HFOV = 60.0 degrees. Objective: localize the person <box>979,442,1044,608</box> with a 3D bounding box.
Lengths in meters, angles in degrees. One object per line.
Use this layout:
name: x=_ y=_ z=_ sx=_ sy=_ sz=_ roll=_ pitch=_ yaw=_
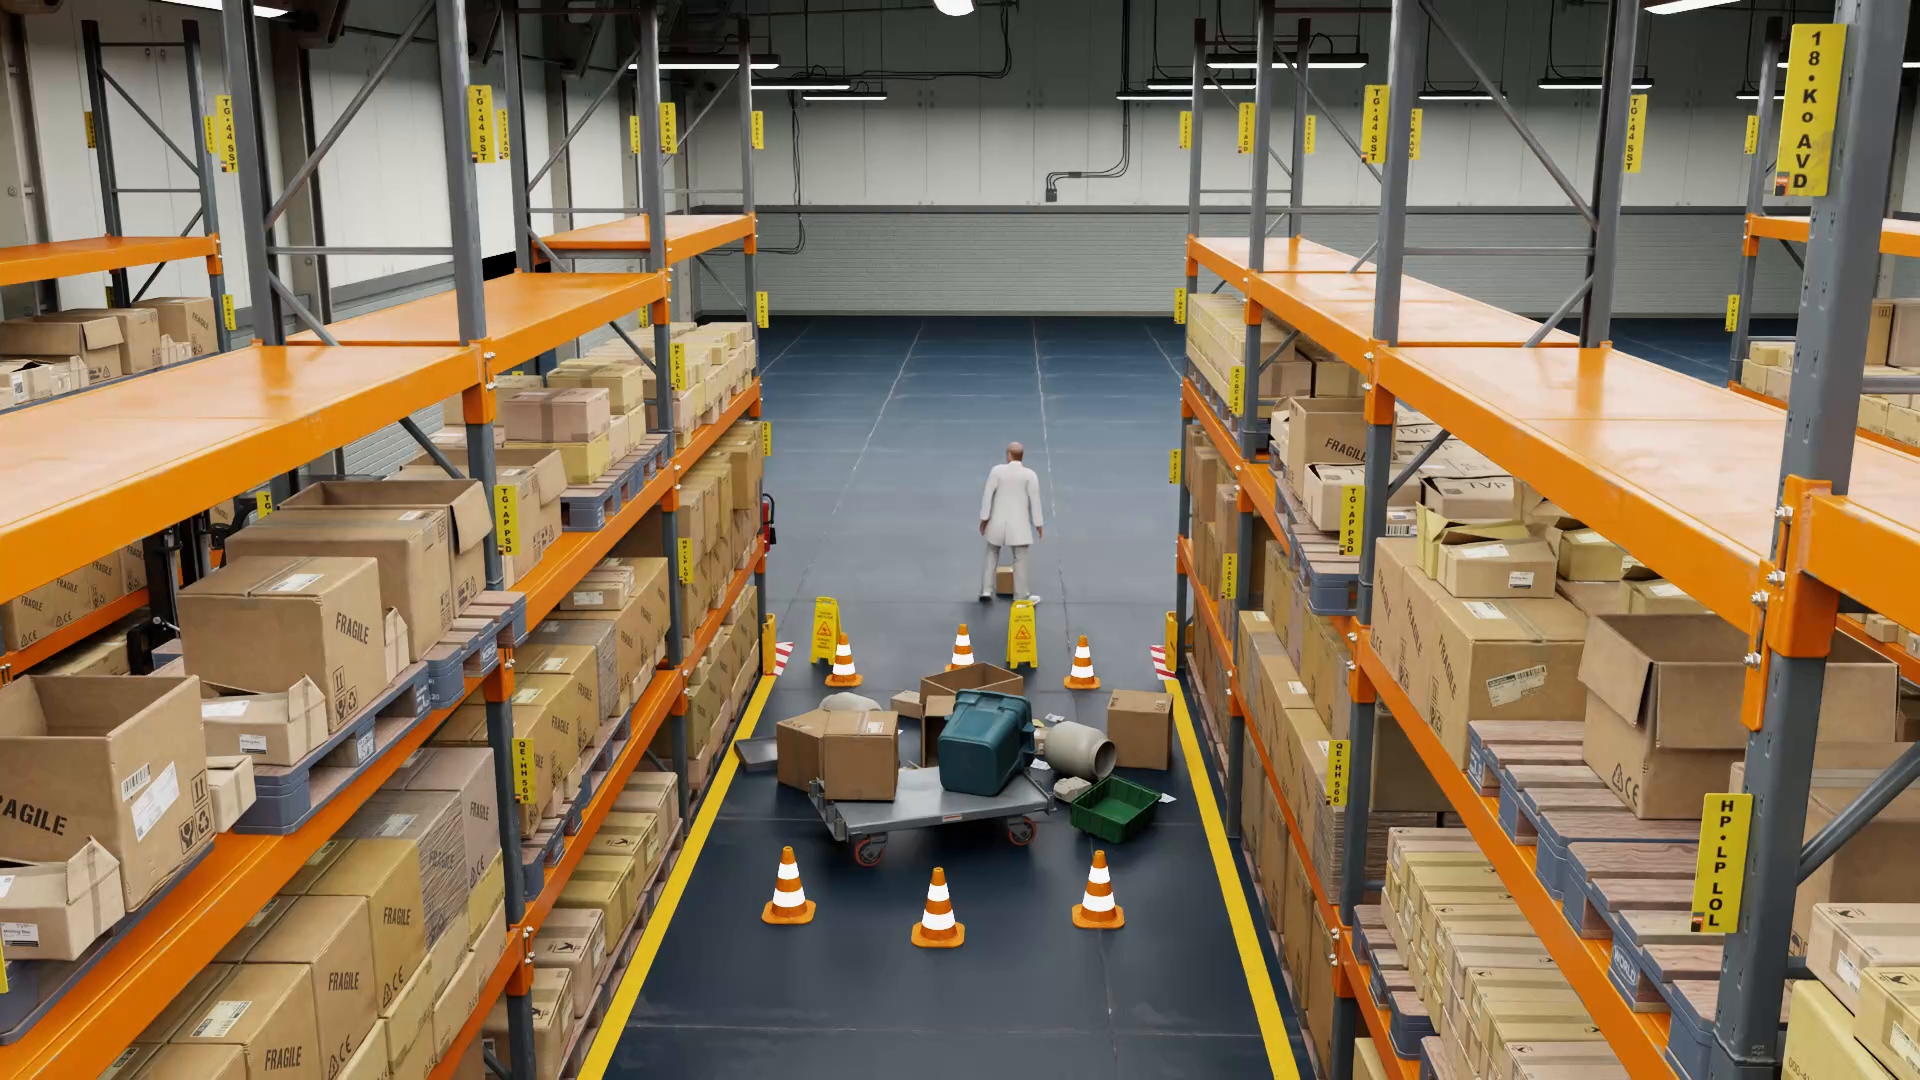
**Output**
person: x=0.516 y=-0.171 z=18.077 sx=0.773 sy=1.798 sz=0.531 roll=5 pitch=15 yaw=19
